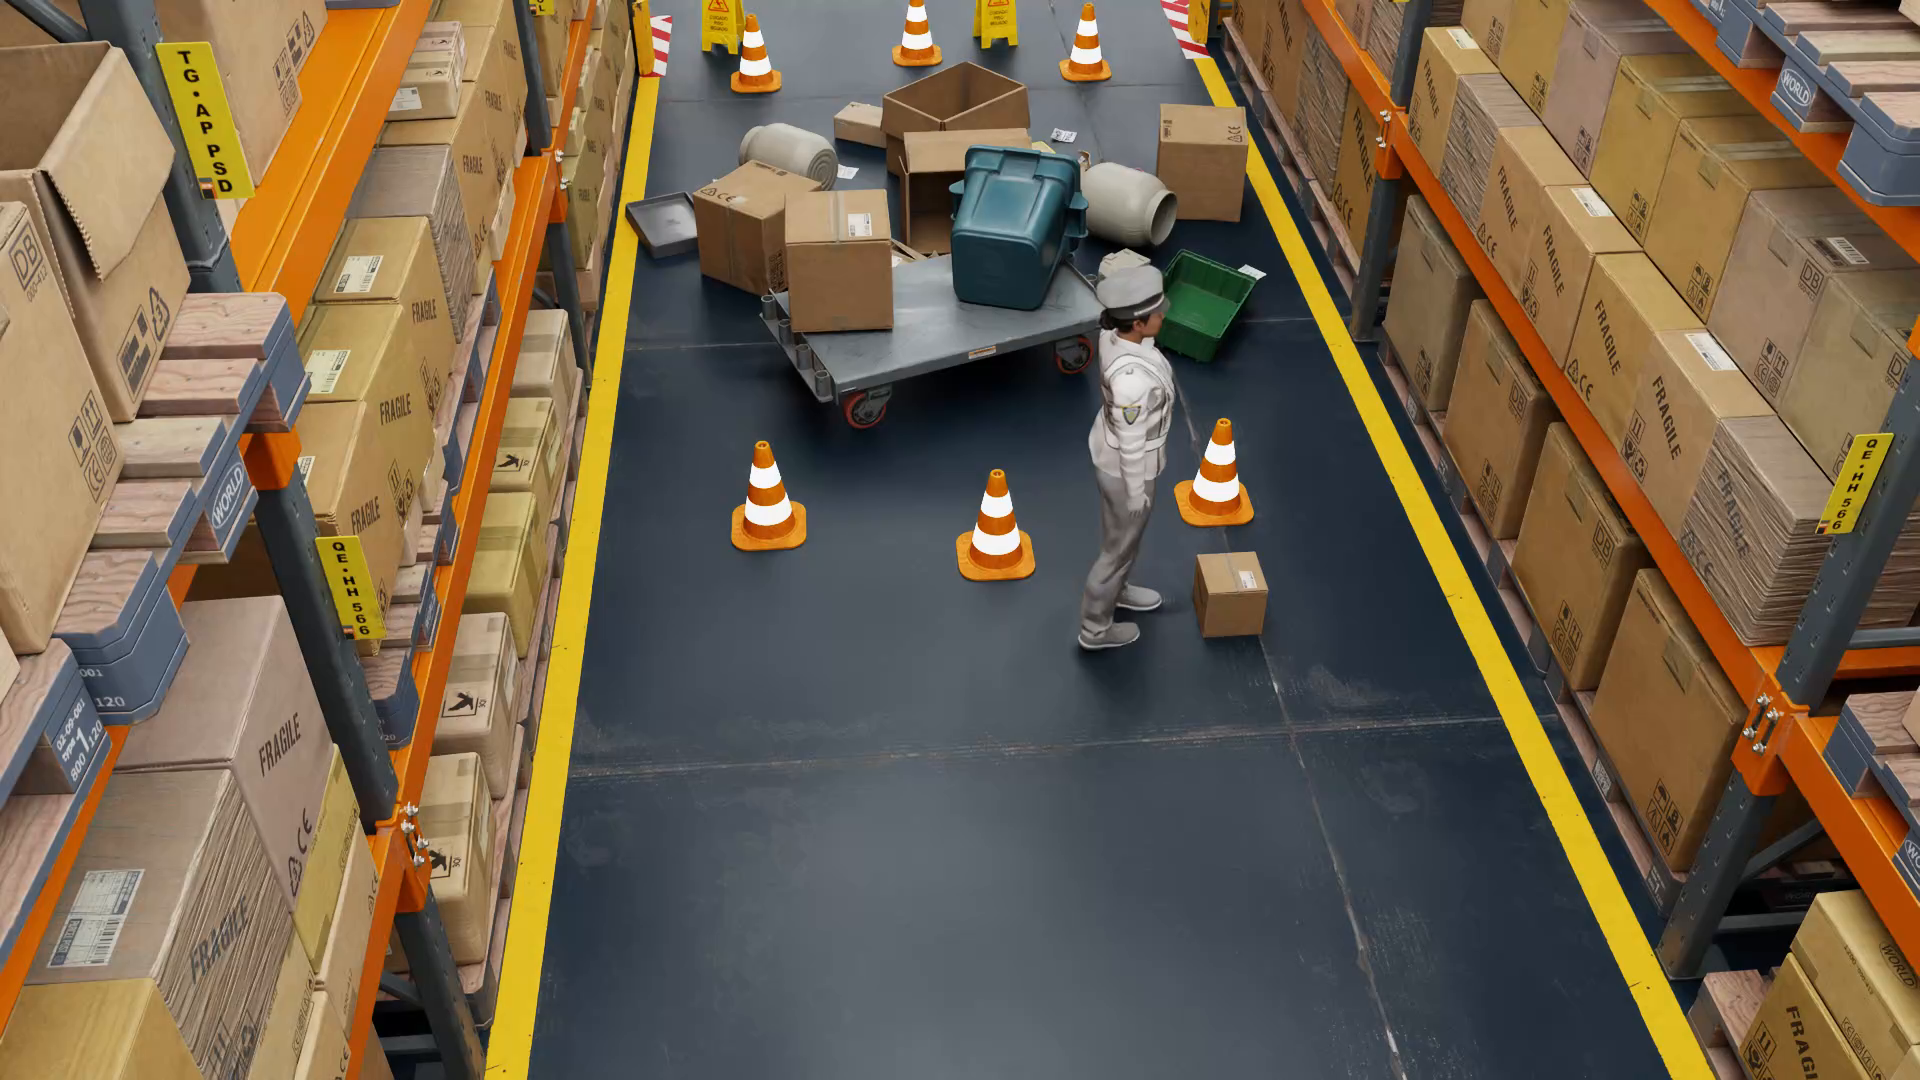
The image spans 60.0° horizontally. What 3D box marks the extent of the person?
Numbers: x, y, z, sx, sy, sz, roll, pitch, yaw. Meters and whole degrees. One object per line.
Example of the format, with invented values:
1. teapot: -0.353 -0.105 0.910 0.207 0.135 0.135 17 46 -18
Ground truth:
1. person: 0.676 -0.306 6.527 0.383 1.699 0.474 -2 39 -2
